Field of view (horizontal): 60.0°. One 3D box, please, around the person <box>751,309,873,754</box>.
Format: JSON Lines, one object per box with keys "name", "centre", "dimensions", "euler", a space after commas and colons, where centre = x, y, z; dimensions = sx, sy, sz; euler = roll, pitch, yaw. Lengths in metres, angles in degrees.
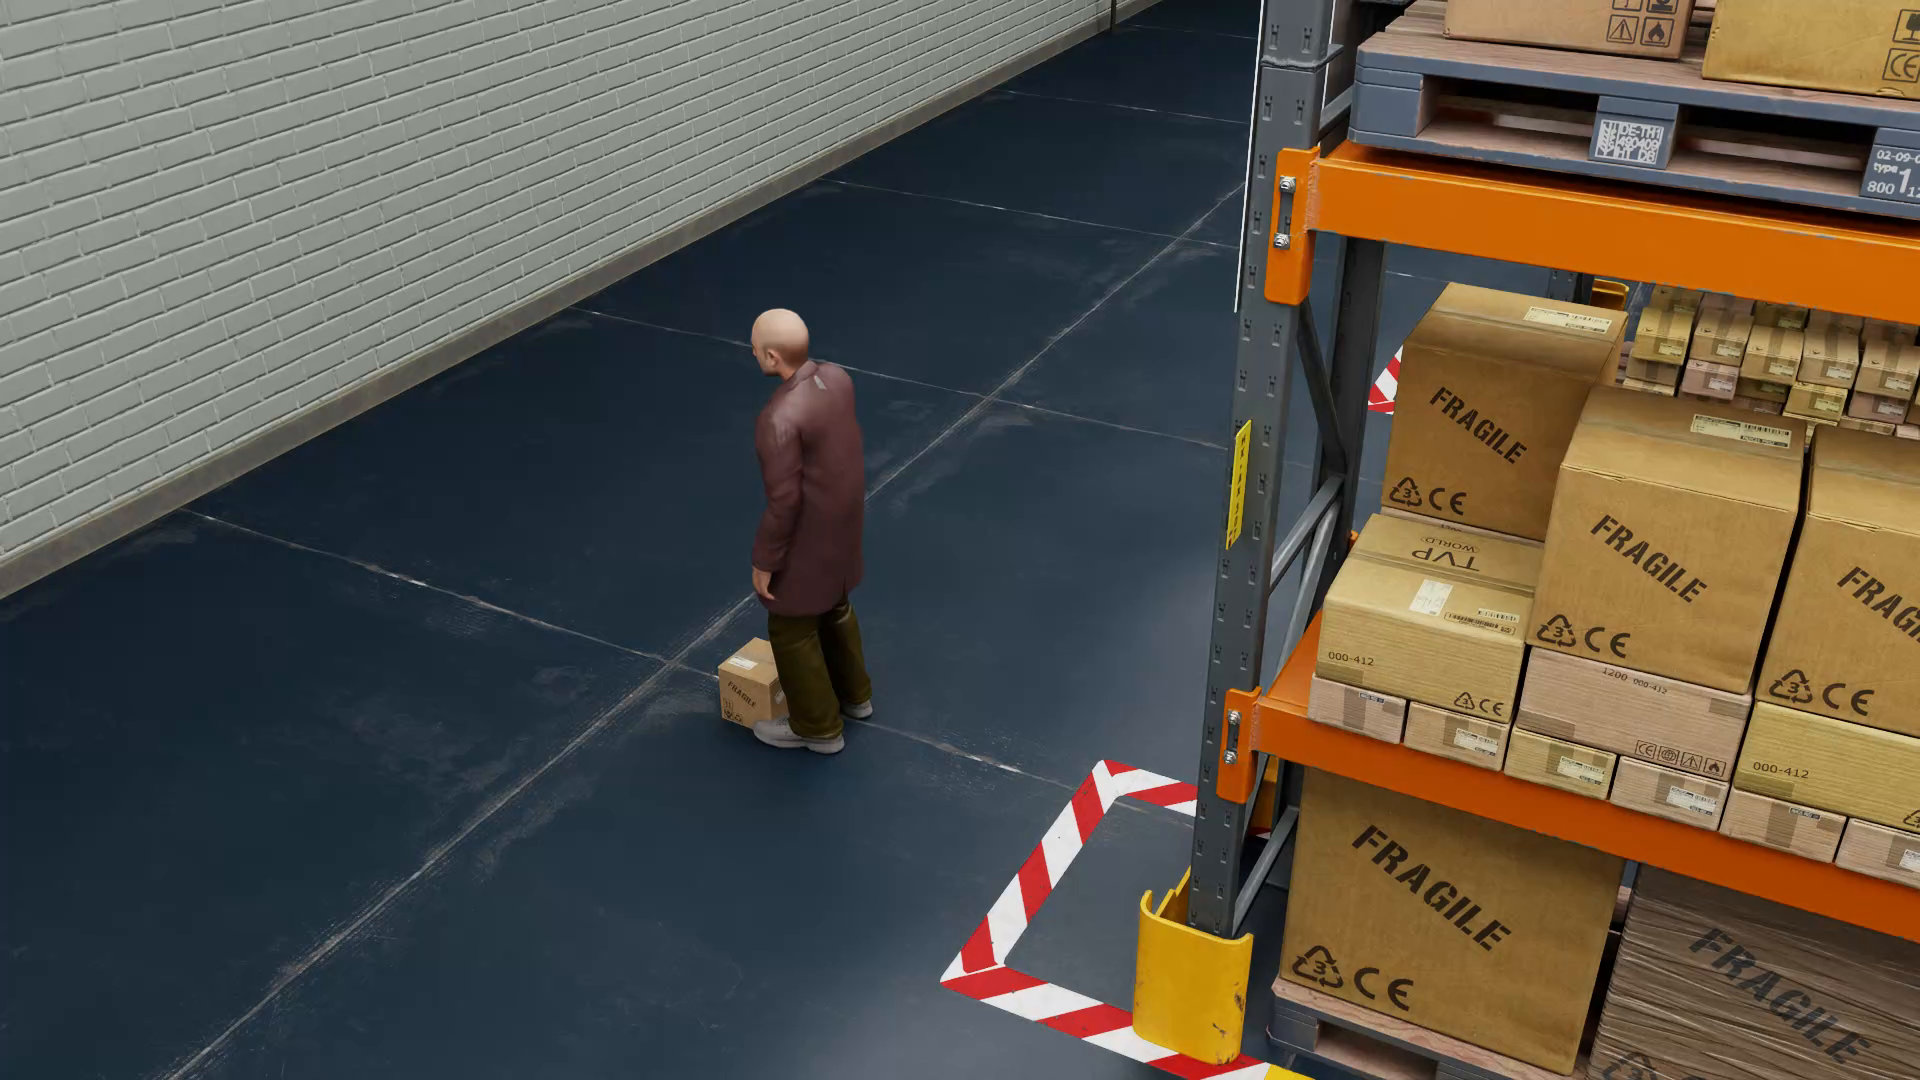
{"name": "person", "centre": [-0.565, -0.021, 6.180], "dimensions": [0.415, 1.774, 0.655], "euler": [13, 32, 22]}
